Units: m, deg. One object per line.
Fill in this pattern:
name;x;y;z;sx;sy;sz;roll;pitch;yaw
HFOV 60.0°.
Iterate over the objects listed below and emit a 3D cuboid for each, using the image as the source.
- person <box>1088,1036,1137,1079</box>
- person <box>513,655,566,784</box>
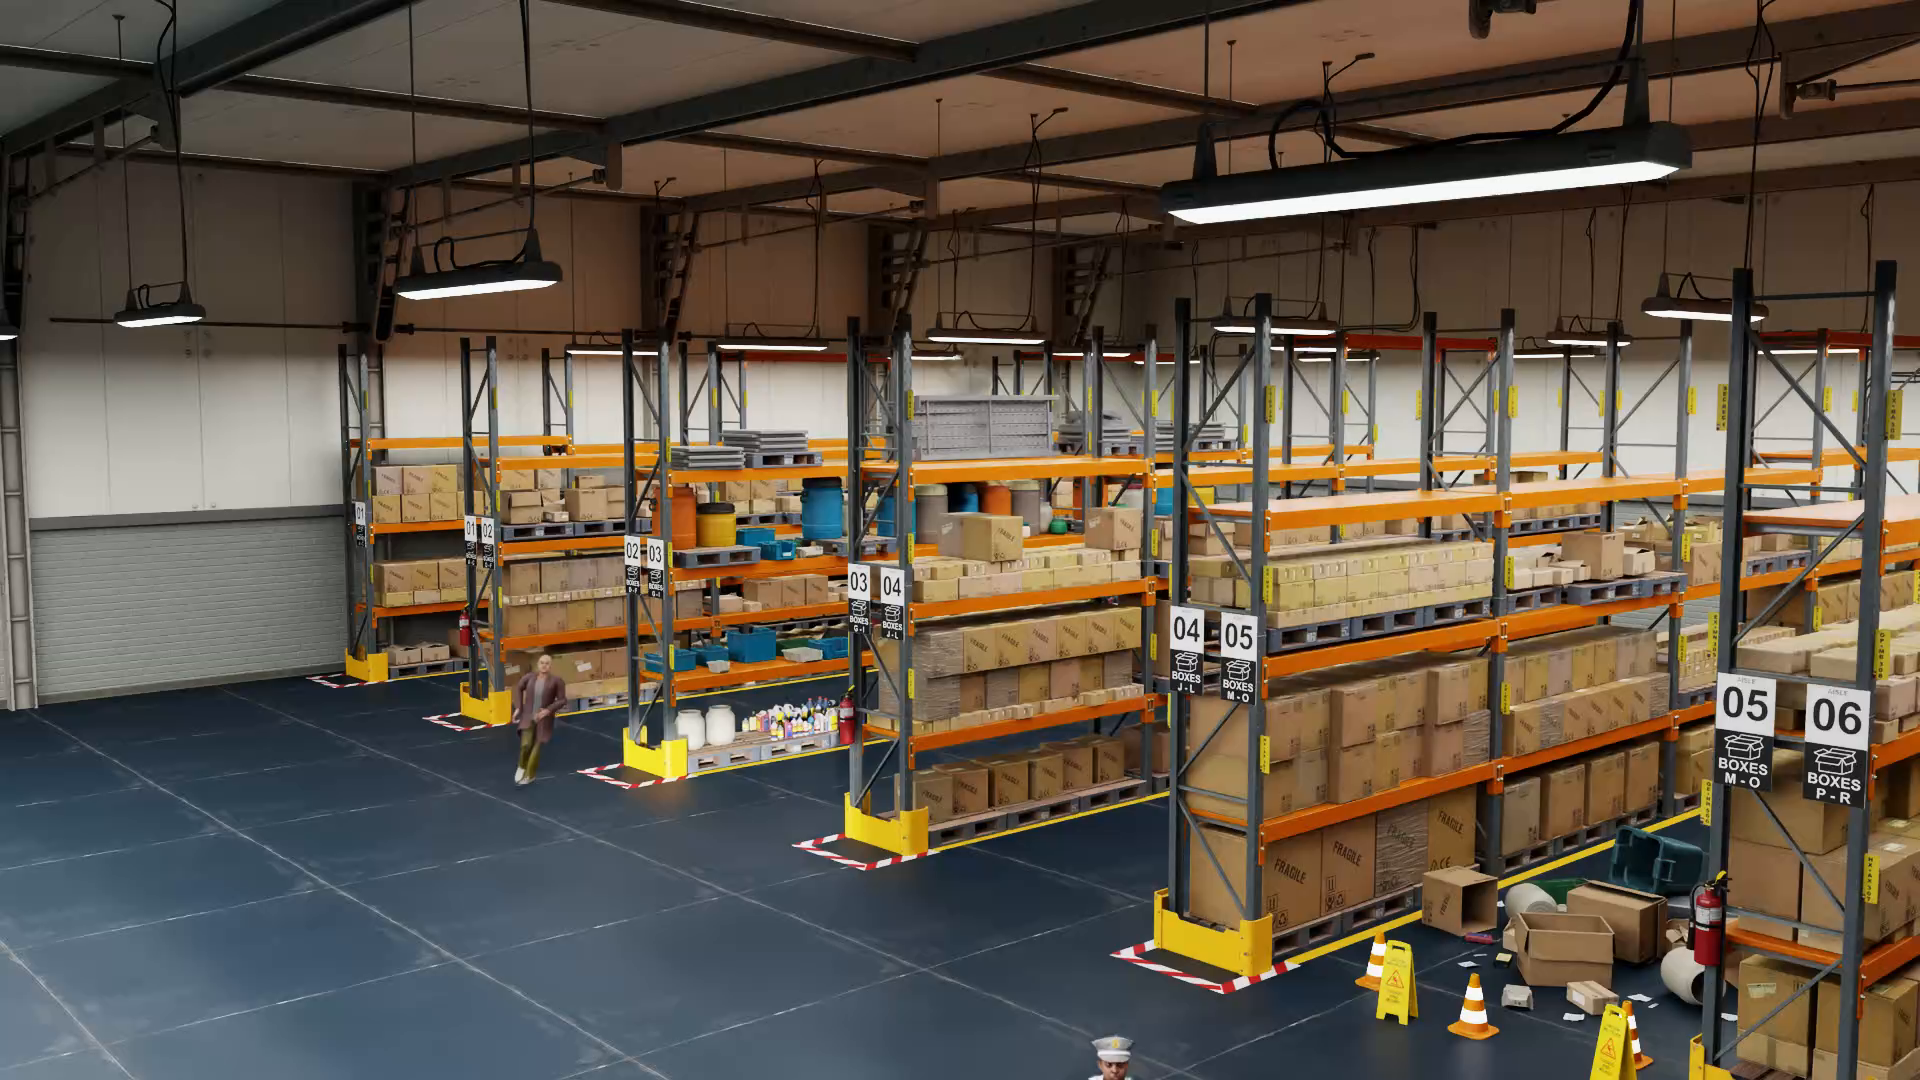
person;0.842;3.510;9.187;0.576;1.665;0.734;0;5;2
person;-5.497;2.358;21.706;0.707;1.704;0.645;-1;5;-6
